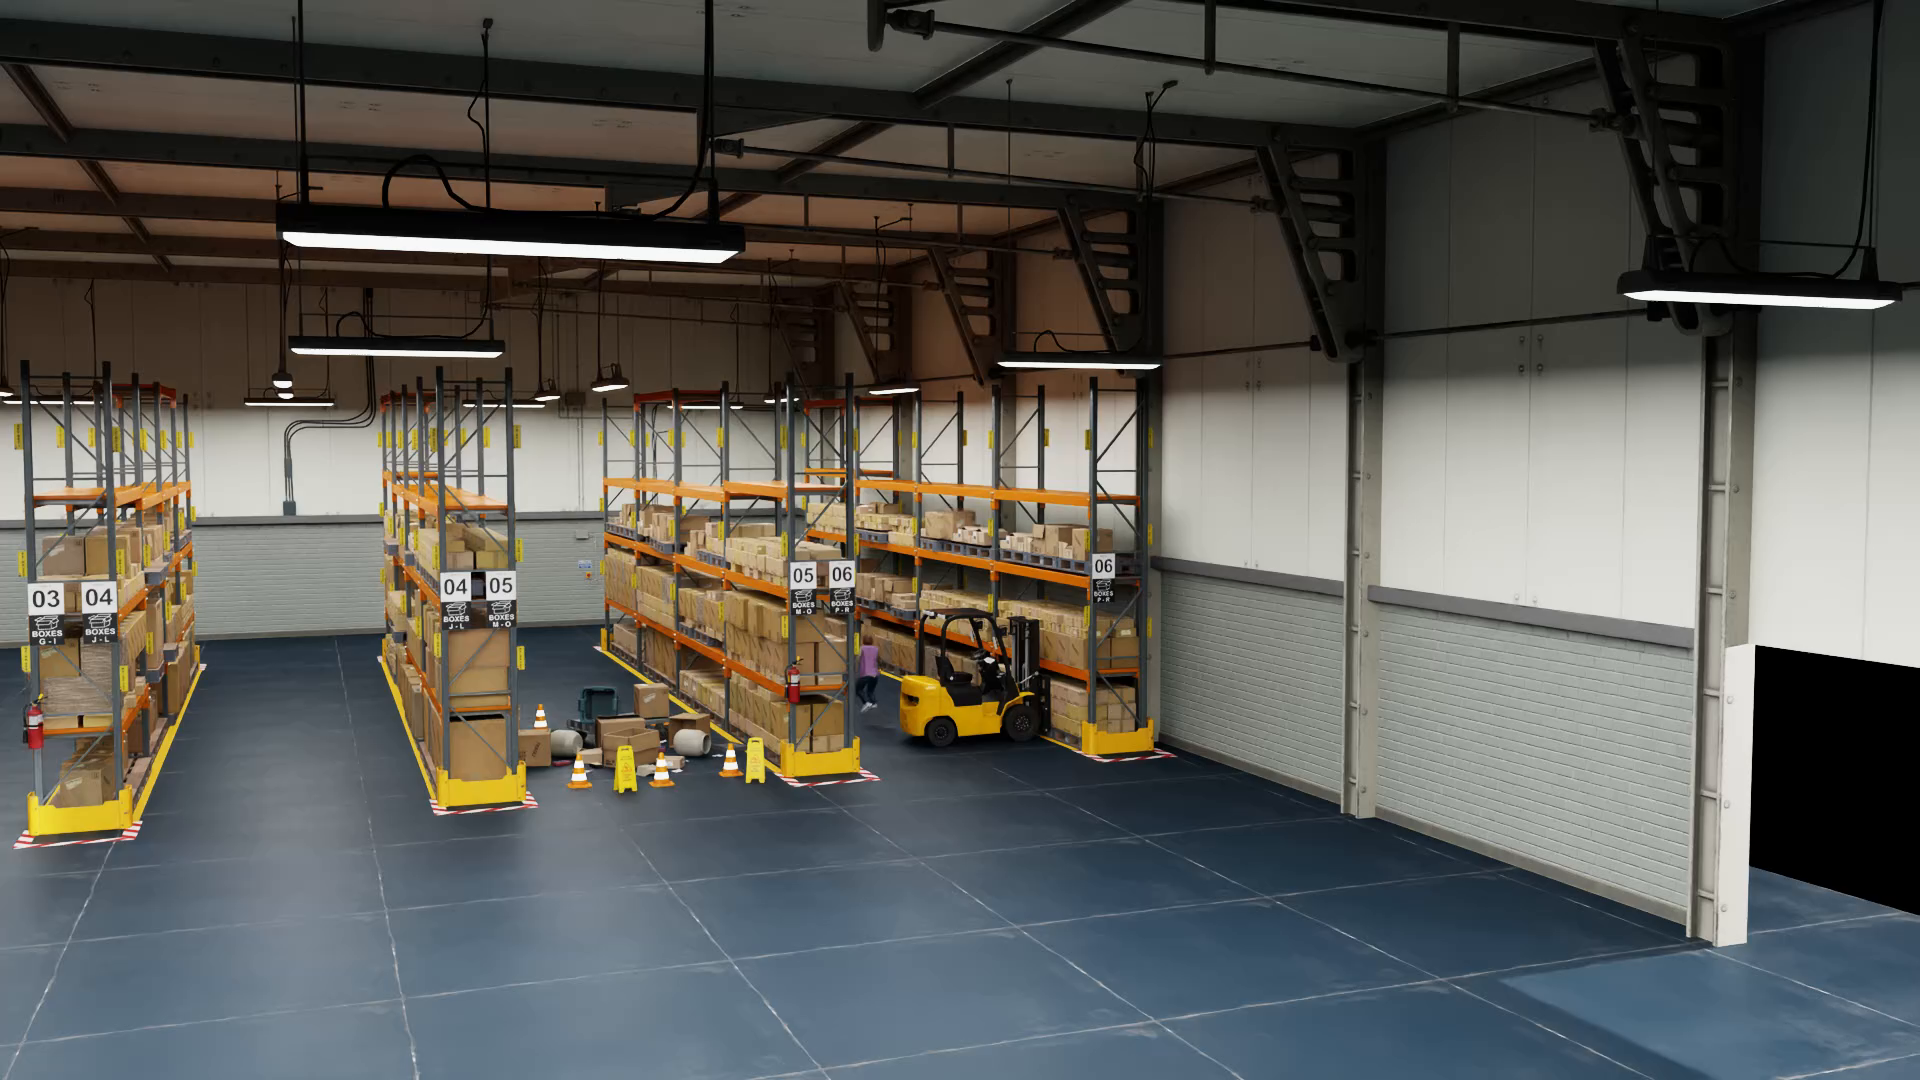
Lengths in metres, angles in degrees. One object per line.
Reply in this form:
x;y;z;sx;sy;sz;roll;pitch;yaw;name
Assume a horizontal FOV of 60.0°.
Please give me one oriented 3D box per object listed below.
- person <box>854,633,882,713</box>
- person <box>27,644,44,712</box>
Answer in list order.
-1.634;2.352;29.440;0.553;1.384;0.743;-1;4;-20;person
-16.541;2.412;29.872;0.466;1.590;0.451;0;3;-8;person
